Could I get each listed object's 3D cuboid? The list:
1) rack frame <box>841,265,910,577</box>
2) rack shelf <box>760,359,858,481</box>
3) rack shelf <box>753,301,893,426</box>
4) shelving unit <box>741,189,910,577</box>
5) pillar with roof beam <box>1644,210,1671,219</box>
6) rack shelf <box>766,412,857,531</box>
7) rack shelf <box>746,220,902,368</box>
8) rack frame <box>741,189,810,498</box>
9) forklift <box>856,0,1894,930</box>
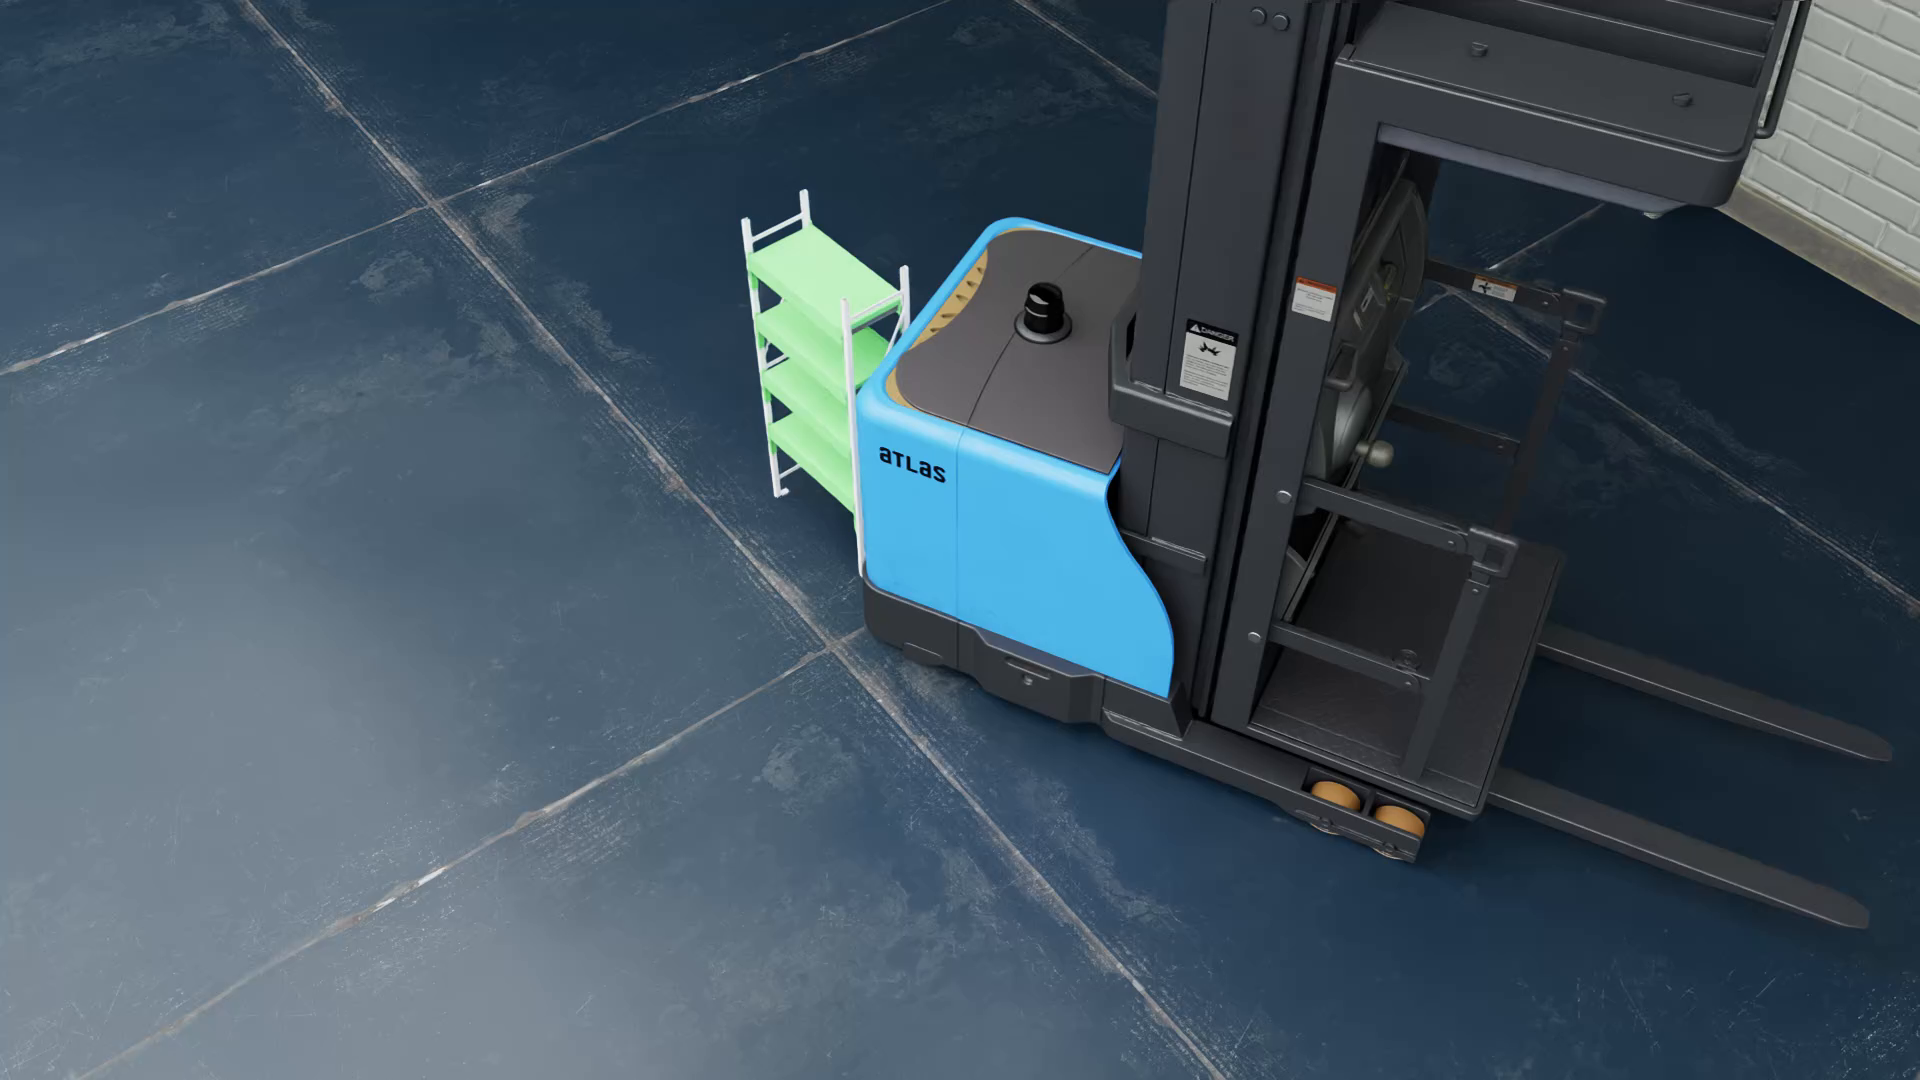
[{"bbox_3d":[-0.246,-0.338,5.246,0.240,1.200,0.015,-32,55,-26],"label":"rack frame"},{"bbox_3d":[-0.404,-0.432,5.418,0.258,0.148,0.480,-32,55,-26],"label":"rack shelf"},{"bbox_3d":[-0.404,-0.594,5.241,0.258,0.148,0.480,-32,55,-26],"label":"rack shelf"},{"bbox_3d":[-0.404,-0.475,5.371,0.258,1.200,0.503,-32,55,-26],"label":"shelving unit"},{"bbox_3d":[-0.516,-2.618,2.049,9.100,9.000,0.400,-29,54,-24],"label":"pillar with roof beam"},{"bbox_3d":[-0.404,-0.271,5.596,0.258,0.148,0.480,-32,55,-26],"label":"rack shelf"},{"bbox_3d":[-0.404,-0.755,5.063,0.258,0.148,0.480,-32,55,-26],"label":"rack shelf"},{"bbox_3d":[-0.562,-0.613,5.496,0.240,1.200,0.015,-32,55,-26],"label":"rack frame"},{"bbox_3d":[1.244,-0.499,4.224,3.031,2.935,1.130,20,51,17],"label":"forklift"}]
